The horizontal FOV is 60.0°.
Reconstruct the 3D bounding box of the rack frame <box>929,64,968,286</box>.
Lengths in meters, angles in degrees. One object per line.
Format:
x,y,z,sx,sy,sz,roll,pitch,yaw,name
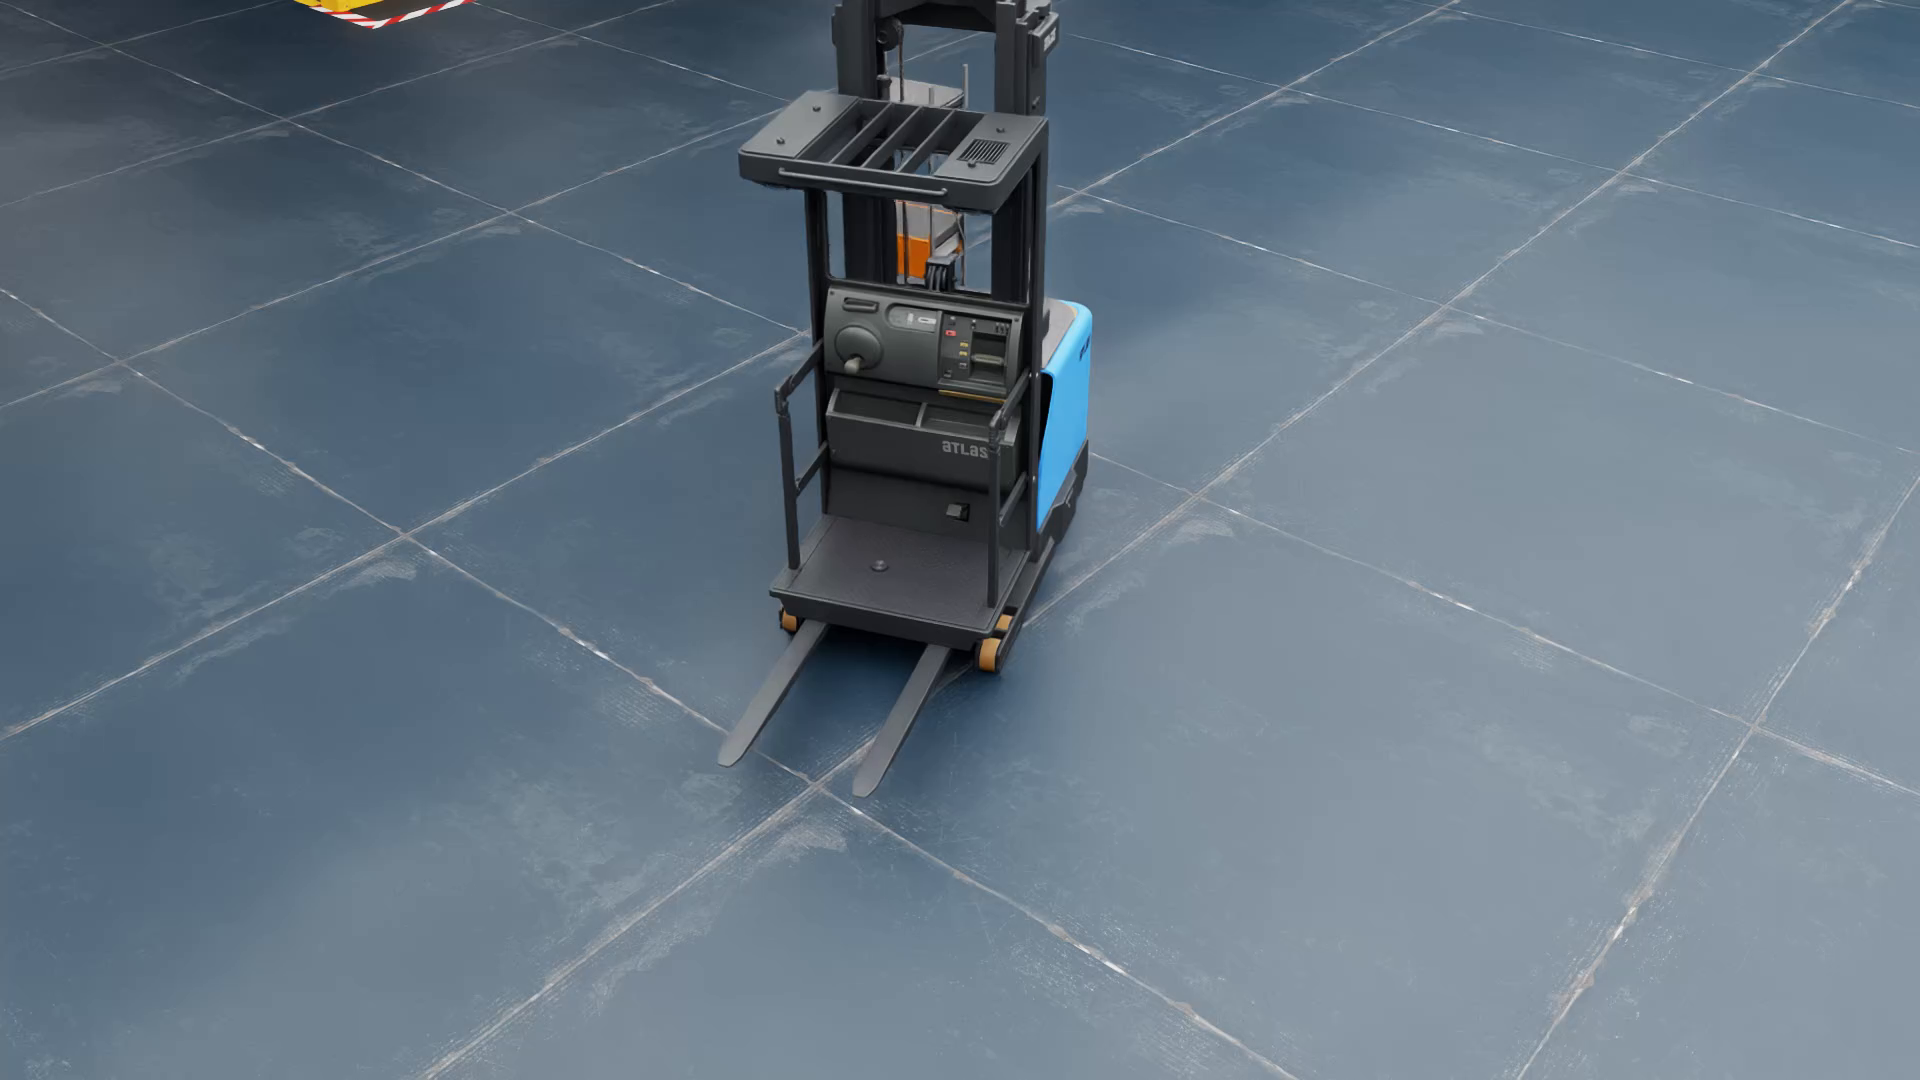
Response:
-0.058,-1.510,9.094,0.015,2.100,0.400,17,38,23,rack frame

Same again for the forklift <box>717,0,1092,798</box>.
-0.238,-0.841,7.386,1.130,2.935,3.031,10,36,15,forklift

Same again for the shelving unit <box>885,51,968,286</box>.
-0.274,-1.574,9.188,0.503,2.100,0.431,17,38,23,shelving unit

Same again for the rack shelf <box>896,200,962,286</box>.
-0.274,-1.563,9.195,0.480,0.518,0.431,17,38,23,rack shelf

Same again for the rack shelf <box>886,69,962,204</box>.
-0.274,-2.140,8.799,0.480,0.518,0.431,17,38,23,rack shelf

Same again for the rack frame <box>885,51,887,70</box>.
-0.490,-1.639,9.281,0.015,2.100,0.400,17,38,23,rack frame

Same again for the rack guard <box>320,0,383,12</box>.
-5.830,-5.676,16.573,0.348,0.500,1.175,25,42,32,rack guard
